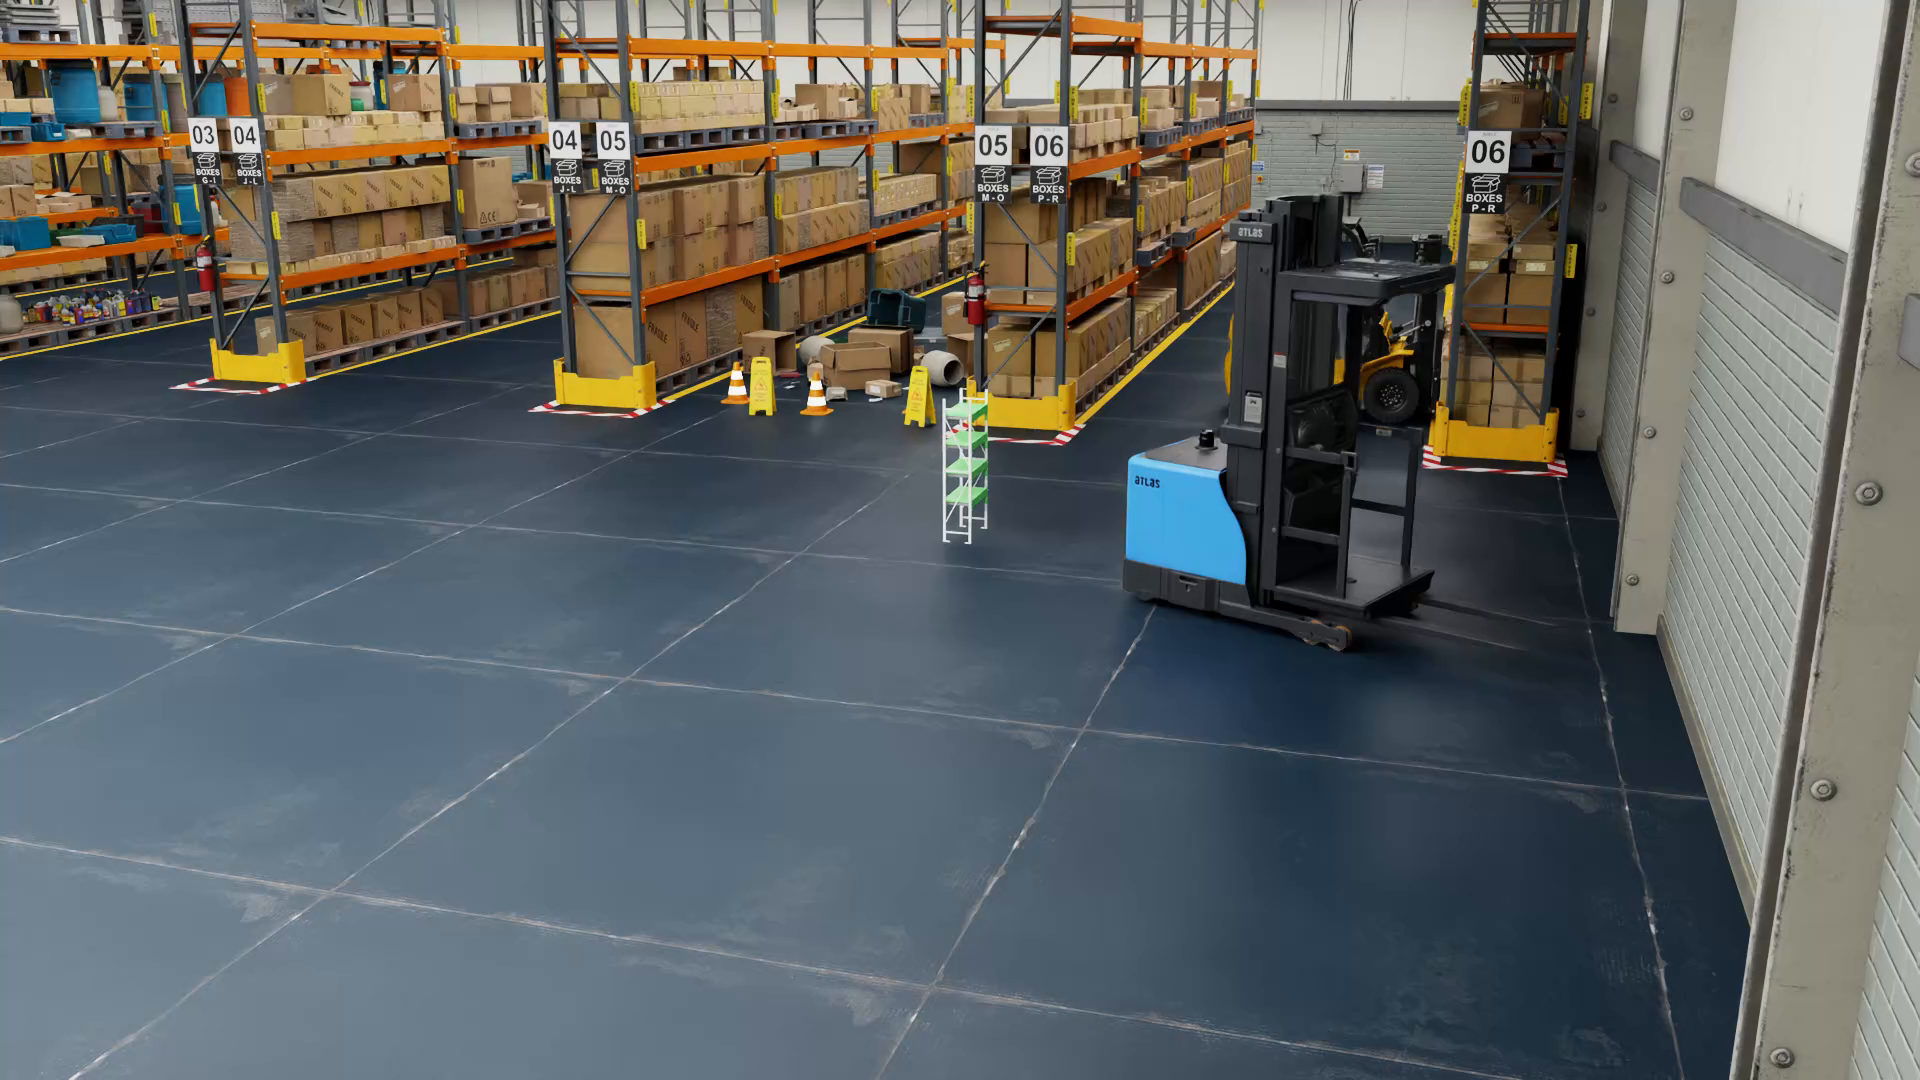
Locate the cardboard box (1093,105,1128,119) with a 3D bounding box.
[{"bbox_3d":[1.793,-5.128,19.914,0.380,0.149,0.250,5,17,18],"label":"cardboard box"}]

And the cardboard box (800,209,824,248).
[{"bbox_3d":[-2.298,-4.520,24.086,0.500,0.500,0.500,5,16,16],"label":"cardboard box"}]

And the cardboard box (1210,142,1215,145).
[{"bbox_3d":[4.554,-7.368,31.106,0.380,0.149,0.250,5,17,16],"label":"cardboard box"}]

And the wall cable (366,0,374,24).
[{"bbox_3d":[-14.013,-13.860,42.638,3.097,2.526,0.112,5,16,16],"label":"wall cable"}]

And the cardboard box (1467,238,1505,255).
[{"bbox_3d":[5.345,-2.985,16.939,0.380,0.149,0.250,5,16,16],"label":"cardboard box"}]

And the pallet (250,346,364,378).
[{"bbox_3d":[-8.570,-2.345,21.711,1.003,0.211,1.213,5,16,16],"label":"pallet"}]

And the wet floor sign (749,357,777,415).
[{"bbox_3d":[-2.240,-1.752,18.825,0.267,0.644,0.232,2,16,6],"label":"wet floor sign"}]

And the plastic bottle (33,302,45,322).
[{"bbox_3d":[-13.406,-3.321,24.226,0.152,0.276,0.135,5,17,16],"label":"plastic bottle"}]

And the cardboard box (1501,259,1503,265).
[{"bbox_3d":[5.493,-2.974,17.444,0.380,0.149,0.250,5,16,15],"label":"cardboard box"}]

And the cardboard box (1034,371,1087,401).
[{"bbox_3d":[1.139,-1.758,18.798,0.500,0.250,0.500,4,16,15],"label":"cardboard box"}]

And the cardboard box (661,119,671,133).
[{"bbox_3d":[-3.582,-4.816,19.321,0.380,0.149,0.250,5,16,16],"label":"cardboard box"}]

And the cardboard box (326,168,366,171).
[{"bbox_3d":[-8.375,-4.816,22.752,0.500,0.500,0.500,5,16,16],"label":"cardboard box"}]

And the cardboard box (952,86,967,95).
[{"bbox_3d":[0.015,-8.386,31.030,0.380,0.149,0.250,5,17,19],"label":"cardboard box"}]

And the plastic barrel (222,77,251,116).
[{"bbox_3d":[-11.959,-7.215,27.485,0.600,0.830,0.708,5,16,16],"label":"plastic barrel"}]

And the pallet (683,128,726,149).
[{"bbox_3d":[-3.584,-4.962,20.491,1.003,0.211,1.213,5,16,16],"label":"pallet"}]

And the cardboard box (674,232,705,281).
[{"bbox_3d":[-3.653,-3.501,20.402,0.875,0.550,0.550,5,16,16],"label":"cardboard box"}]

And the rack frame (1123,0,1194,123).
[{"bbox_3d":[2.918,-7.668,24.372,1.000,3.000,0.127,5,16,16],"label":"rack frame"}]

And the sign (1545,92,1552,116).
[{"bbox_3d":[8.208,-6.082,23.187,0.100,0.325,0.005,5,16,16],"label":"sign"}]

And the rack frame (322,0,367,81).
[{"bbox_3d":[-13.806,-11.299,37.172,1.000,3.000,0.127,5,16,16],"label":"rack frame"}]

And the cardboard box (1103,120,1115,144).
[{"bbox_3d":[1.483,-4.714,19.186,0.500,0.250,0.500,5,17,17],"label":"cardboard box"}]

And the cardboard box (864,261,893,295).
[{"bbox_3d":[-1.411,-4.304,27.317,0.500,0.500,0.500,4,16,14],"label":"cardboard box"}]

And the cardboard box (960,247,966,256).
[{"bbox_3d":[-0.109,-5.509,31.666,0.380,0.149,0.250,5,17,18],"label":"cardboard box"}]

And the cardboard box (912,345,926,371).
[{"bbox_3d":[-0.508,-2.373,21.710,0.258,0.266,0.396,-7,17,-23],"label":"cardboard box"}]

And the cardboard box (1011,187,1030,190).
[{"bbox_3d":[0.778,-3.785,19.115,0.700,0.500,0.500,4,16,15],"label":"cardboard box"}]

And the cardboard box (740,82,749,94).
[{"bbox_3d":[-2.935,-5.796,21.318,0.380,0.149,0.250,5,16,16],"label":"cardboard box"}]

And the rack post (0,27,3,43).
[{"bbox_3d":[-13.268,-6.675,21.787,0.937,0.300,0.954,7,17,22],"label":"rack post"}]

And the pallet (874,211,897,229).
[{"bbox_3d":[-1.756,-5.242,27.164,1.213,0.211,1.003,5,16,16],"label":"pallet"}]

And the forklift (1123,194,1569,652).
[{"bbox_3d":[2.660,-0.826,11.371,3.031,2.935,1.130,13,20,38],"label":"forklift"}]

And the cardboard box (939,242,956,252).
[{"bbox_3d":[-0.288,-5.444,30.890,0.380,0.149,0.250,5,17,19],"label":"cardboard box"}]

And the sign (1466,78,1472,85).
[{"bbox_3d":[9.432,-8.396,30.836,0.100,0.325,0.005,5,16,16],"label":"sign"}]

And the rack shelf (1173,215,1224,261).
[{"bbox_3d":[3.487,-4.959,27.134,1.077,0.370,4.000,5,16,16],"label":"rack shelf"}]

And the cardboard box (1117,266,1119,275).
[{"bbox_3d":[1.769,-3.379,20.704,0.380,0.149,0.250,5,17,16],"label":"cardboard box"}]

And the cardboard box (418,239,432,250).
[{"bbox_3d":[-7.708,-4.178,23.524,0.380,0.149,0.250,5,16,16],"label":"cardboard box"}]

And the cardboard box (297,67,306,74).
[{"bbox_3d":[-14.431,-9.862,35.589,0.700,0.500,0.500,5,16,16],"label":"cardboard box"}]

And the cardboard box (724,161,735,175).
[{"bbox_3d":[-4.774,-7.399,32.772,0.500,0.500,0.500,4,16,14],"label":"cardboard box"}]

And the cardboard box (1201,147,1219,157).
[{"bbox_3d":[4.394,-6.732,28.862,0.380,0.149,0.250,4,16,15],"label":"cardboard box"}]

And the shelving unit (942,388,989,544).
[{"bbox_3d":[0.047,-0.621,13.818,0.258,1.200,0.503,5,16,16],"label":"shelving unit"}]

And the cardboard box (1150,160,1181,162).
[{"bbox_3d":[3.391,-5.998,27.464,0.500,0.500,0.500,4,16,14],"label":"cardboard box"}]

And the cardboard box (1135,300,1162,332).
[{"bbox_3d":[2.325,-3.181,23.593,0.950,0.372,0.625,5,17,18],"label":"cardboard box"}]

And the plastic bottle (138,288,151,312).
[{"bbox_3d":[-12.375,-3.634,25.193,0.144,0.351,0.185,4,16,14],"label":"plastic bottle"}]

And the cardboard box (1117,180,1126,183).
[{"bbox_3d":[2.569,-5.075,24.727,0.500,0.500,0.500,4,16,14],"label":"cardboard box"}]

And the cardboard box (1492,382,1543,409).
[{"bbox_3d":[5.738,-1.531,17.085,0.500,0.250,0.500,5,17,17],"label":"cardboard box"}]

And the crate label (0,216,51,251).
[{"bbox_3d":[-13.342,-4.361,23.642,0.502,0.435,0.616,5,16,16],"label":"crate label"}]

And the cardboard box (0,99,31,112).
[{"bbox_3d":[-16.460,-7.482,28.719,0.500,0.250,0.500,4,16,15],"label":"cardboard box"}]

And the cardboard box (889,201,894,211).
[{"bbox_3d":[-1.308,-5.533,27.531,0.380,0.149,0.250,5,17,18],"label":"cardboard box"}]

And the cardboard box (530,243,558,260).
[{"bbox_3d":[-6.745,-4.742,27.453,0.500,0.250,0.500,5,17,18],"label":"cardboard box"}]

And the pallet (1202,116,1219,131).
[{"bbox_3d":[3.842,-6.936,27.638,0.805,0.209,1.217,4,16,14],"label":"pallet"}]

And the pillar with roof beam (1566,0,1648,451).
[{"bbox_3d":[2.340,-5.637,17.212,9.100,9.000,0.400,5,16,16],"label":"pillar with roof beam"}]

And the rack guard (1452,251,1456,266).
[{"bbox_3d":[9.930,-5.268,31.487,1.175,0.500,0.348,5,16,16],"label":"rack guard"}]

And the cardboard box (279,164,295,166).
[{"bbox_3d":[-14.393,-8.131,34.985,0.500,0.500,0.500,4,16,14],"label":"cardboard box"}]

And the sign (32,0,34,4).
[{"bbox_3d":[-16.603,-9.733,29.794,0.100,0.325,0.005,5,16,16],"label":"sign"}]
